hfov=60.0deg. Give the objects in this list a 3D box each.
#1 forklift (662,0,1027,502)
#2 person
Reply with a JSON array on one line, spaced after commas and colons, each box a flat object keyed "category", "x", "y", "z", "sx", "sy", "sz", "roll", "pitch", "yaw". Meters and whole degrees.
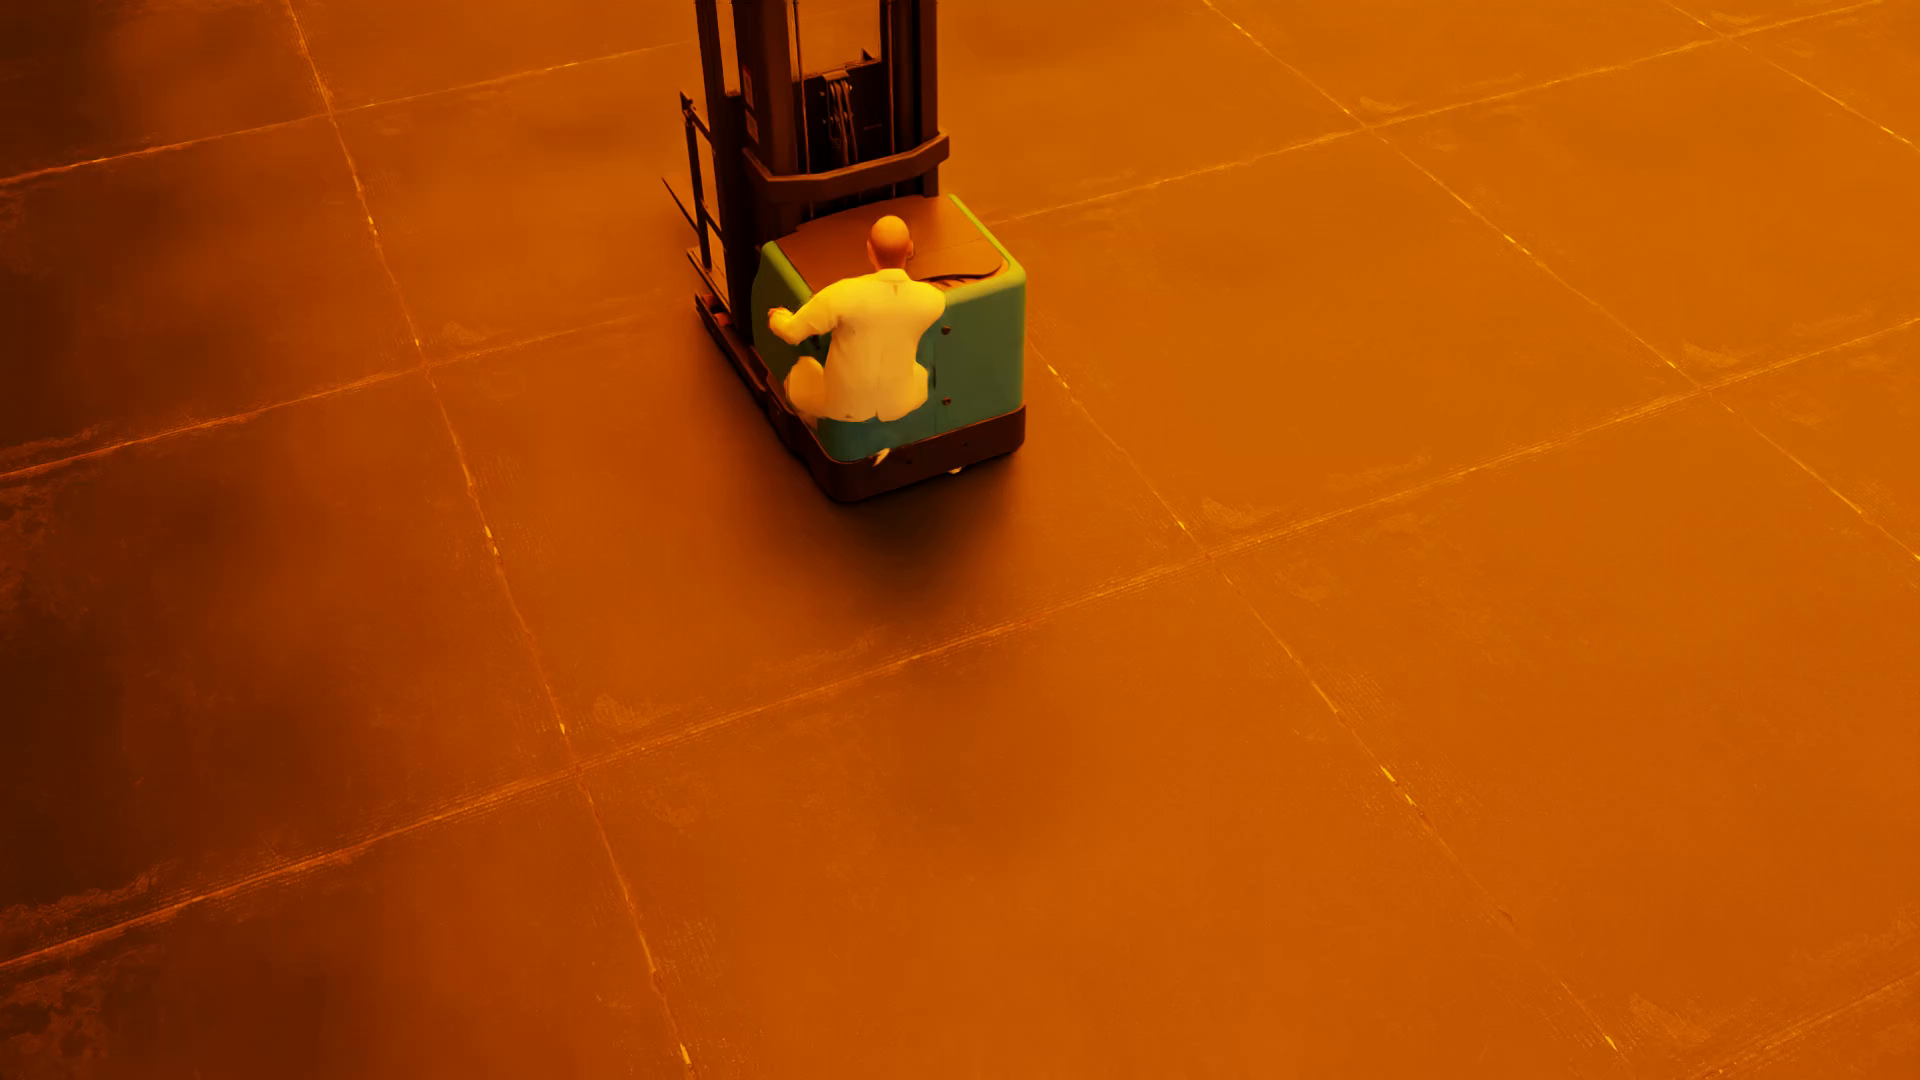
[{"category": "forklift", "x": -0.787, "y": -2.259, "z": 8.100, "sx": 1.130, "sy": 2.935, "sz": 3.031, "roll": -19, "pitch": 46, "yaw": -19}, {"category": "person", "x": -0.412, "y": -0.882, "z": 7.610, "sx": 0.899, "sy": 1.543, "sz": 0.802, "roll": -12, "pitch": 44, "yaw": -13}]
